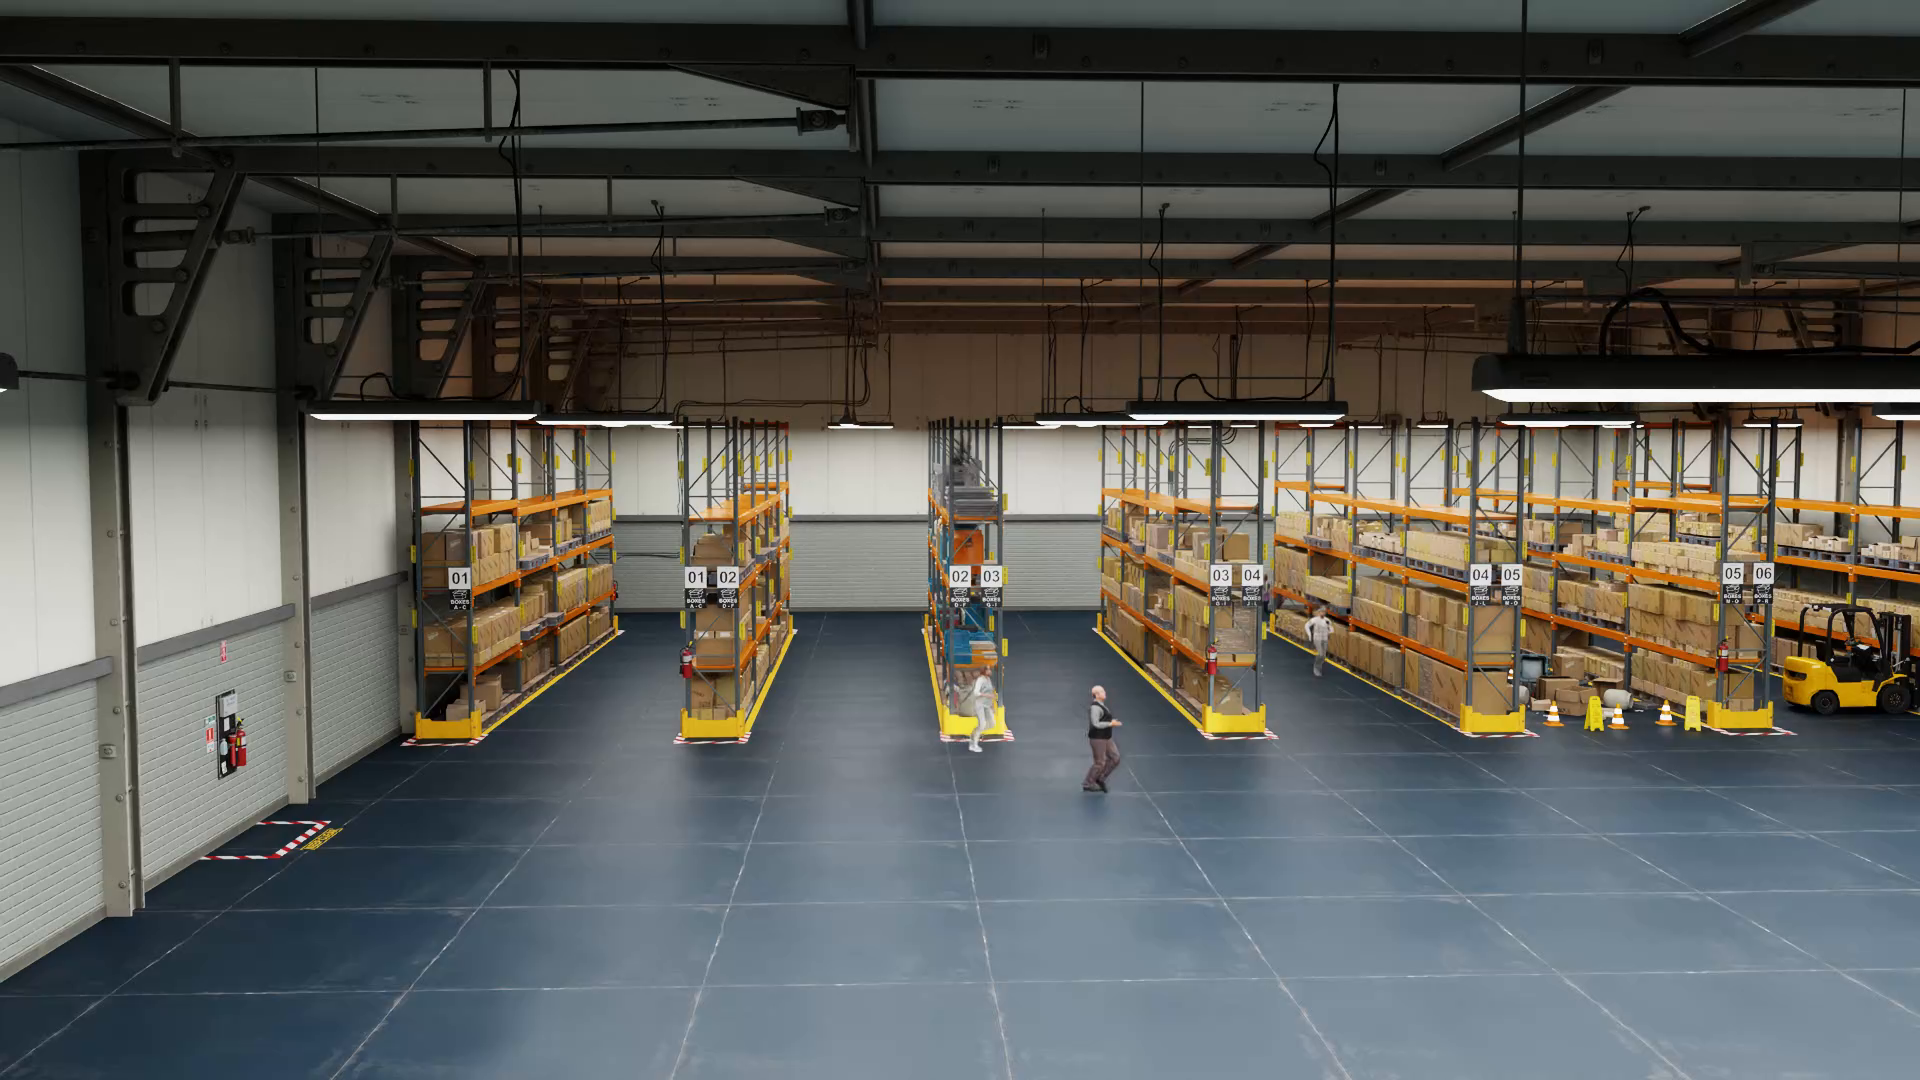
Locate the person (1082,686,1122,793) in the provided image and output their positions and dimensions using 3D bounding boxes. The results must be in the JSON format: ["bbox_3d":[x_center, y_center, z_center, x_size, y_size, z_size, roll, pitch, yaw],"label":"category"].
[{"bbox_3d":[2.263,3.161,26.234,0.658,1.728,0.641,1,4,20],"label":"person"}]

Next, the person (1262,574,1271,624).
[{"bbox_3d":[9.011,1.785,48.899,0.677,1.611,0.617,0,4,-6],"label":"person"}]

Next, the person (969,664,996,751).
[{"bbox_3d":[0.460,3.001,29.865,0.551,1.552,0.550,2,4,31],"label":"person"}]

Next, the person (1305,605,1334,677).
[{"bbox_3d":[8.407,2.350,38.690,0.598,1.669,0.611,-1,4,-12],"label":"person"}]

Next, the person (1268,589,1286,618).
[{"bbox_3d":[9.413,1.661,49.000,0.592,1.703,0.768,-1,4,-9],"label":"person"}]
